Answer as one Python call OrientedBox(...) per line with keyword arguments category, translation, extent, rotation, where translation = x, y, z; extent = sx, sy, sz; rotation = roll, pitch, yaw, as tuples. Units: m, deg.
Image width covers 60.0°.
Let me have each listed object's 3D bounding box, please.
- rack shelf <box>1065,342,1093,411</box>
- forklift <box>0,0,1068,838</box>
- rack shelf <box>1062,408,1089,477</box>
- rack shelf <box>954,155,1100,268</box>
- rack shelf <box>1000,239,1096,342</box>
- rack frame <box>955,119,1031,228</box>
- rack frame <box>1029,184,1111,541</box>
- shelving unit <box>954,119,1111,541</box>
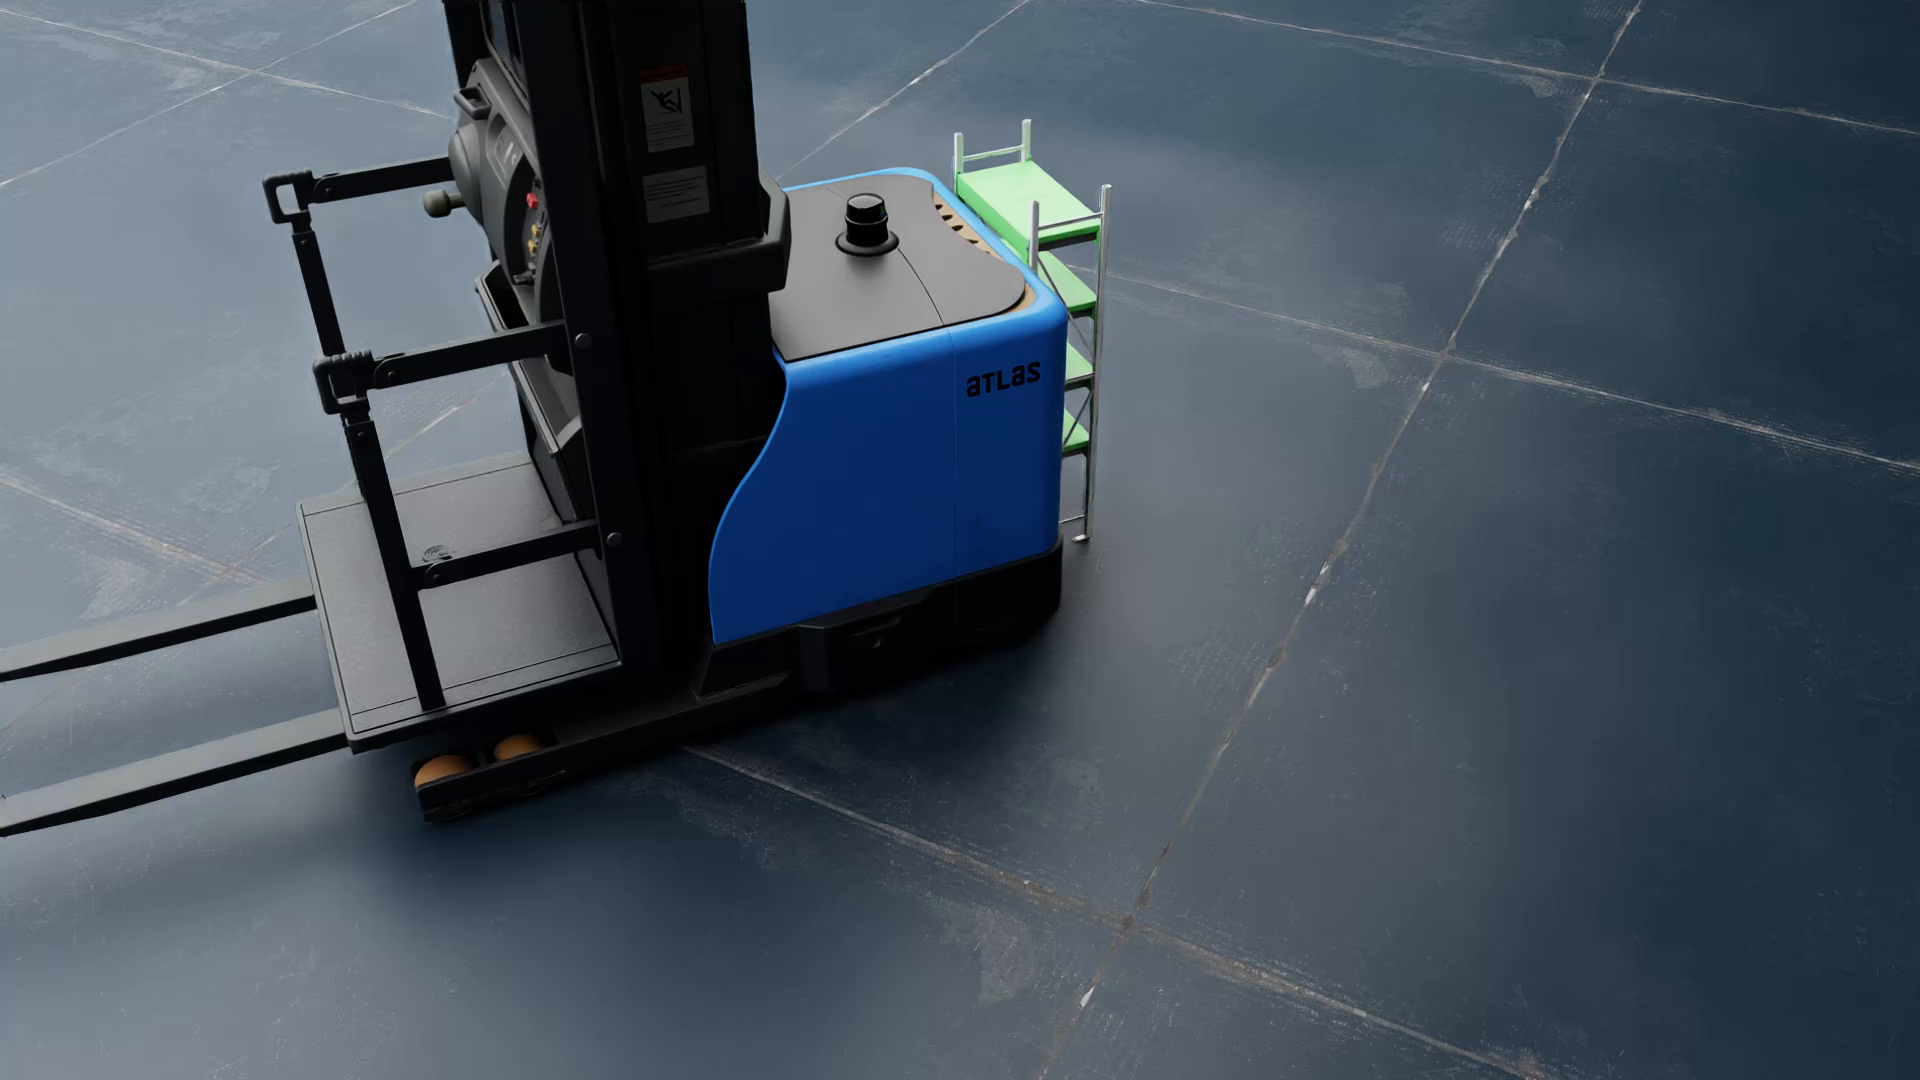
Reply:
OrientedBox(category="rack shelf", translation=(0.200, -0.543, 5.078), extent=(0.258, 0.148, 0.480), rotation=(-16, 40, -19))
OrientedBox(category="forklift", translation=(-1.267, -0.811, 3.894), extent=(3.031, 2.935, 1.130), rotation=(-15, 40, -19))
OrientedBox(category="rack shelf", translation=(0.201, -0.352, 5.223), extent=(0.258, 0.148, 0.480), rotation=(-16, 40, -19))
OrientedBox(category="rack shelf", translation=(0.199, -0.925, 4.787), extent=(0.258, 0.148, 0.480), rotation=(-16, 40, -19))
OrientedBox(category="rack shelf", translation=(0.200, -0.734, 4.932), extent=(0.258, 0.148, 0.480), rotation=(-16, 40, -19))
OrientedBox(category="rack frame", translation=(0.098, -0.728, 5.216), extent=(0.240, 1.200, 0.015), rotation=(-16, 40, -19))
OrientedBox(category="rack frame", translation=(0.303, -0.460, 4.863), extent=(0.240, 1.200, 0.015), rotation=(-16, 40, -19))
OrientedBox(category="shelving unit", translation=(0.200, -0.594, 5.039), extent=(0.258, 1.200, 0.503), rotation=(-16, 40, -19))
